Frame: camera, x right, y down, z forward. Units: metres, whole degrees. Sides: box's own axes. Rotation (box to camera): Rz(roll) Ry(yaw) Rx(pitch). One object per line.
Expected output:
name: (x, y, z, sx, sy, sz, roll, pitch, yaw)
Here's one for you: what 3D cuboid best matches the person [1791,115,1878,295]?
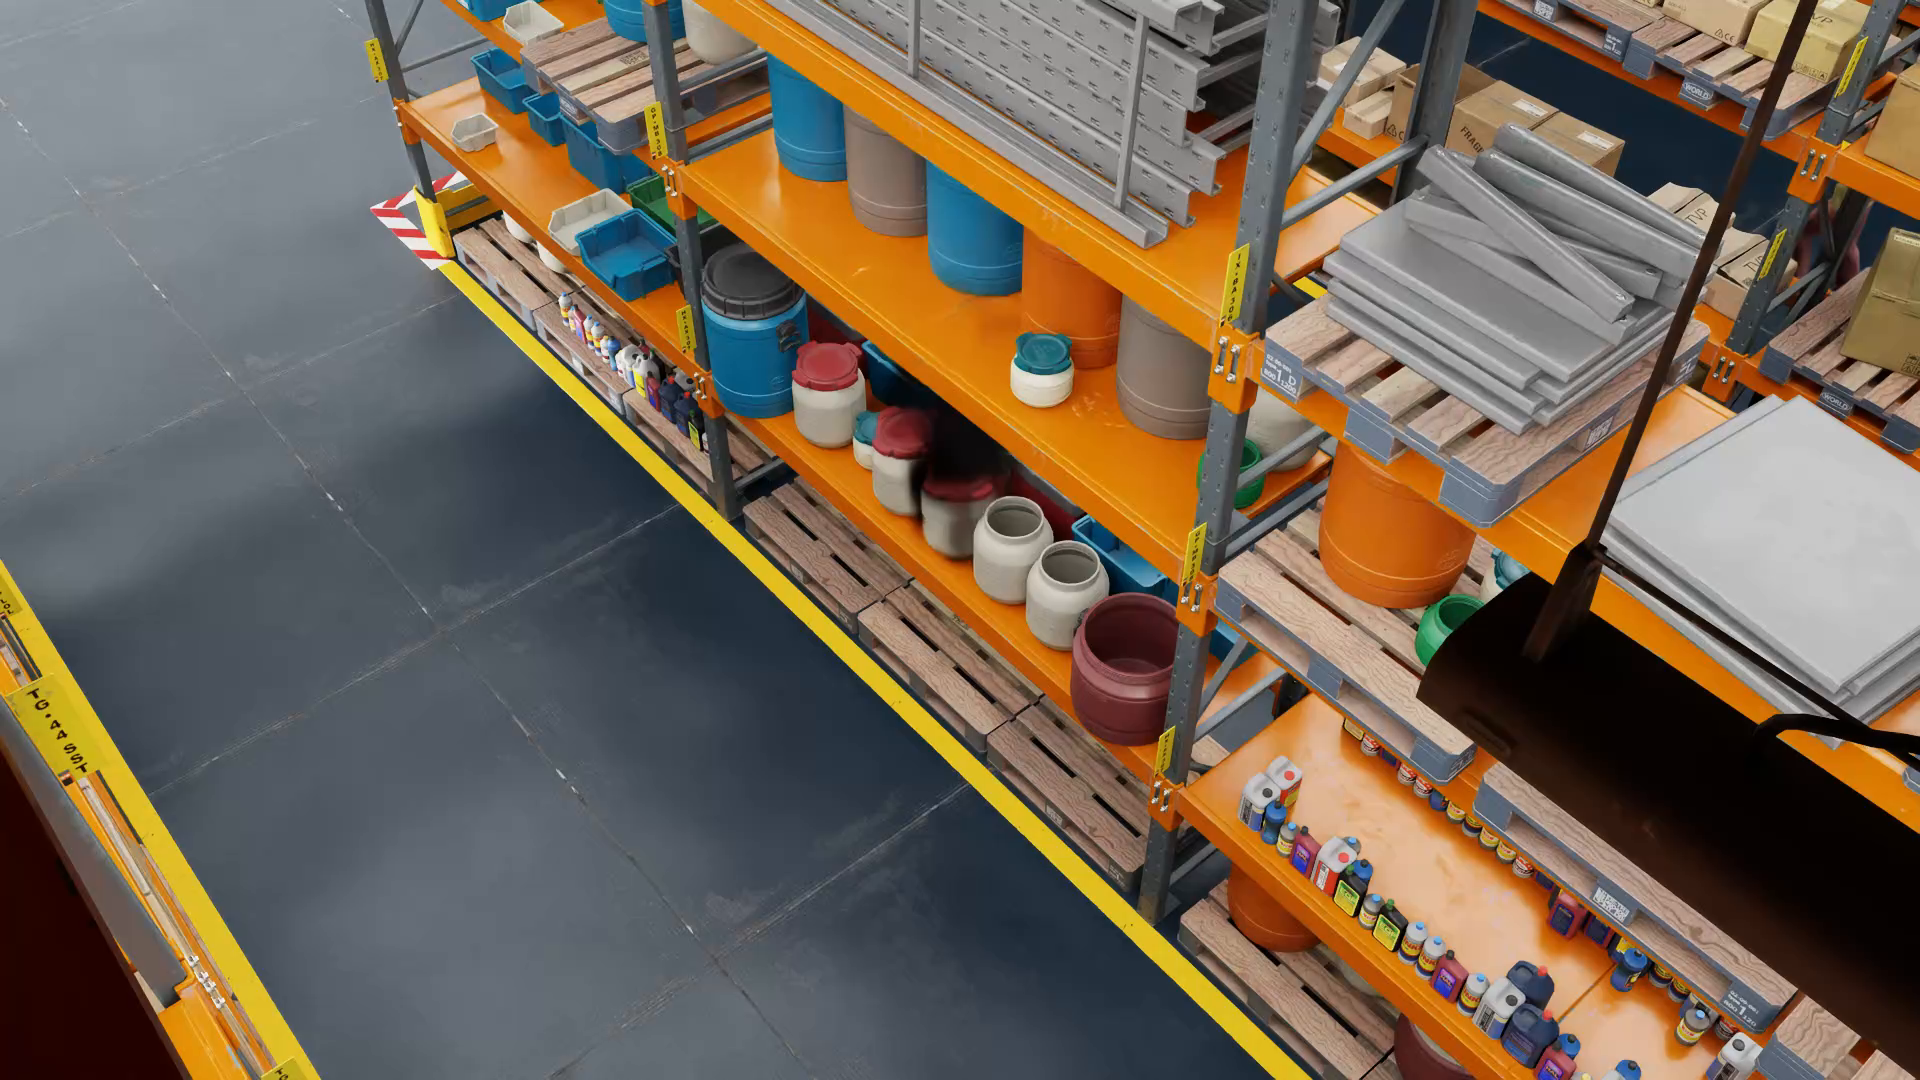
person: (6.483, -2.417, 12.128, 0.682, 1.715, 0.571, 31, 54, 26)
